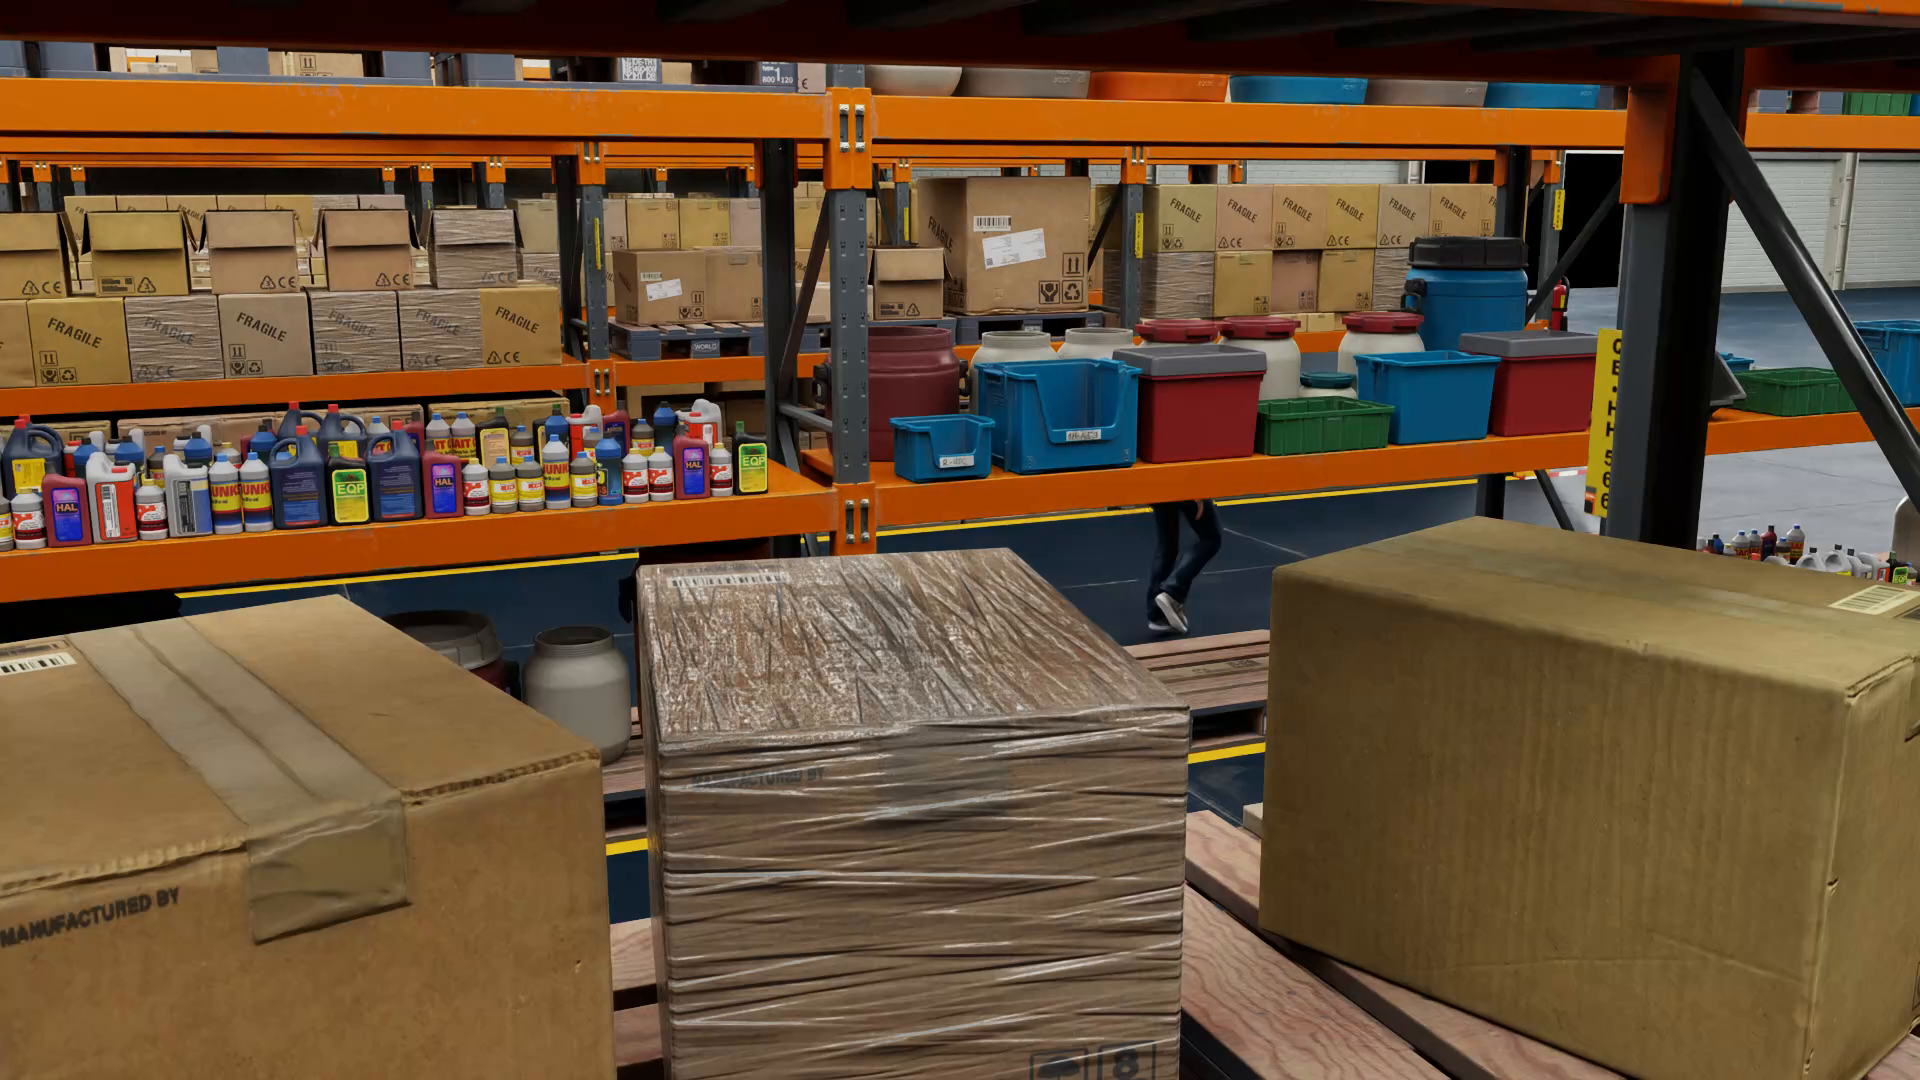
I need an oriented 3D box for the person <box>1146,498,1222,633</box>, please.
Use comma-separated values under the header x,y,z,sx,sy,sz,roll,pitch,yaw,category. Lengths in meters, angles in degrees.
x,y,z,sx,sy,sz,roll,pitch,yaw,category
1.196,-0.275,9.125,0.427,1.595,0.434,-10,16,-38,person
